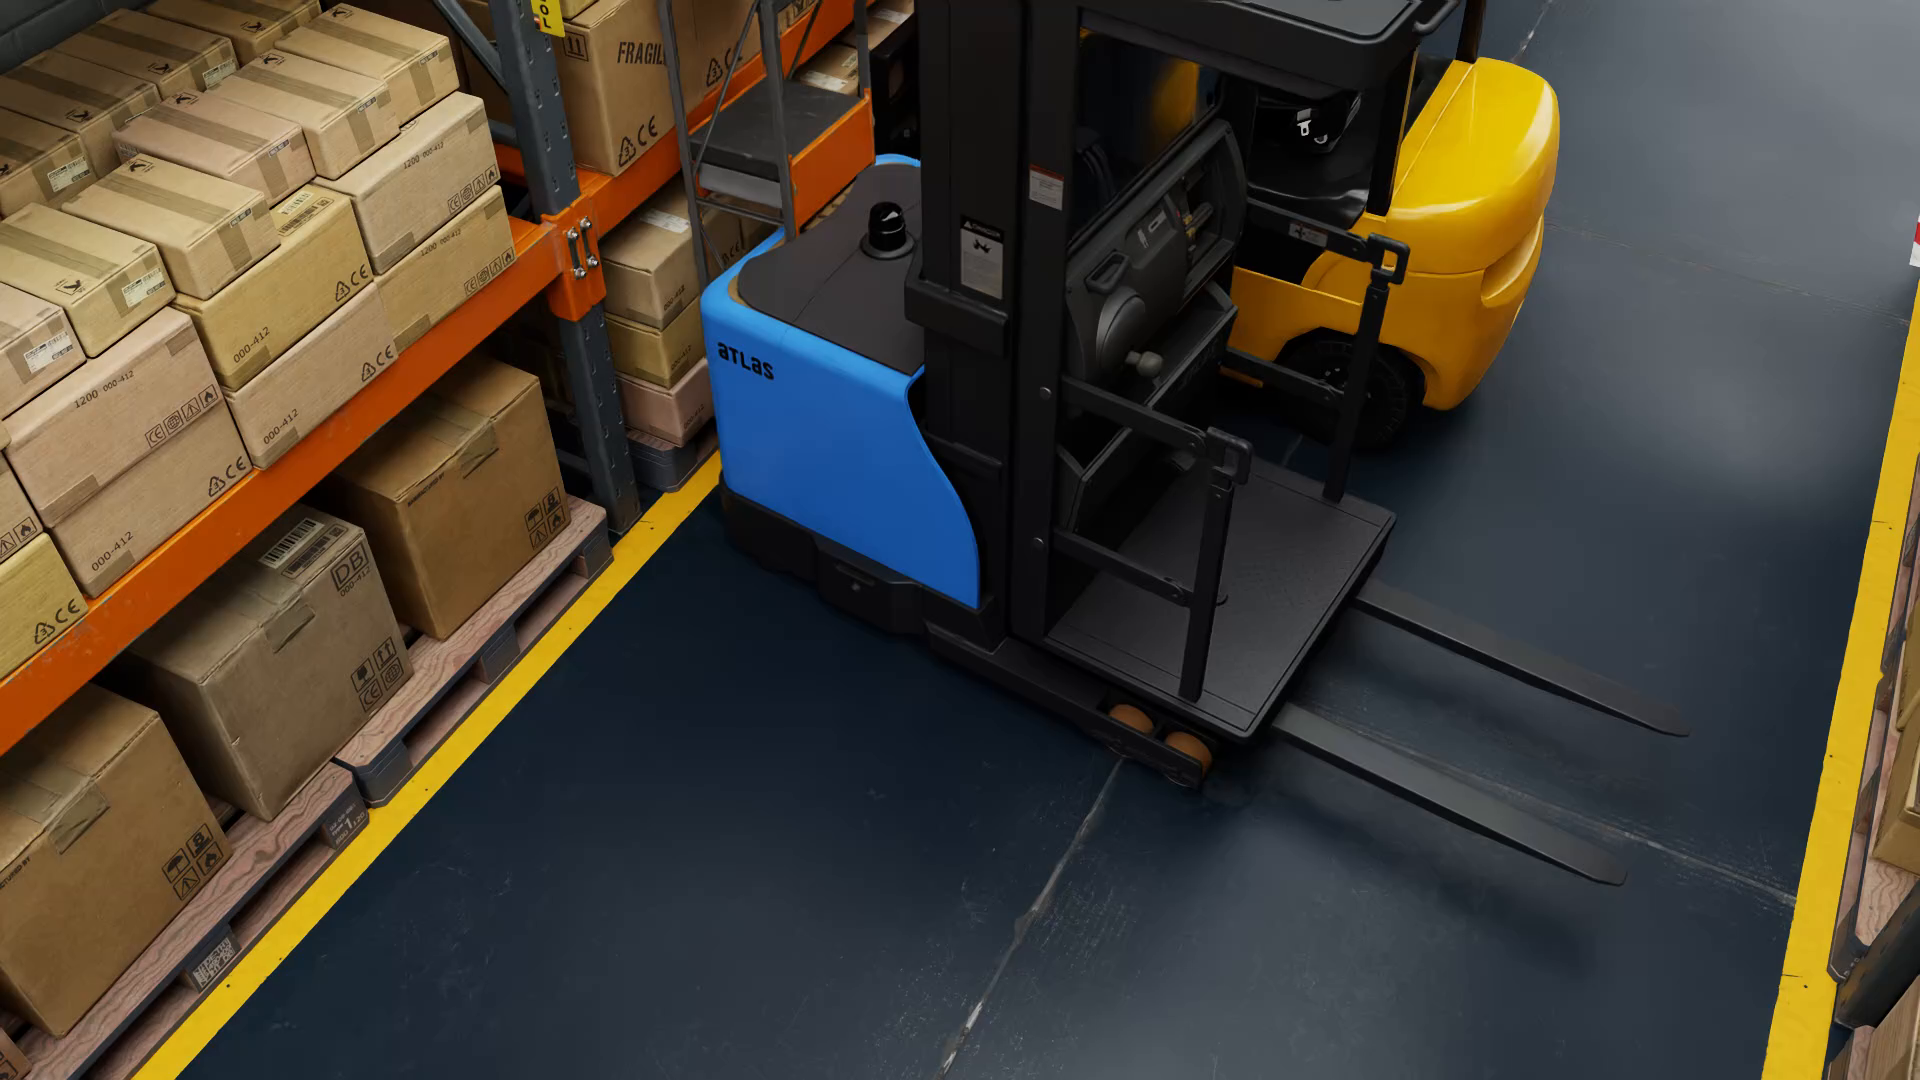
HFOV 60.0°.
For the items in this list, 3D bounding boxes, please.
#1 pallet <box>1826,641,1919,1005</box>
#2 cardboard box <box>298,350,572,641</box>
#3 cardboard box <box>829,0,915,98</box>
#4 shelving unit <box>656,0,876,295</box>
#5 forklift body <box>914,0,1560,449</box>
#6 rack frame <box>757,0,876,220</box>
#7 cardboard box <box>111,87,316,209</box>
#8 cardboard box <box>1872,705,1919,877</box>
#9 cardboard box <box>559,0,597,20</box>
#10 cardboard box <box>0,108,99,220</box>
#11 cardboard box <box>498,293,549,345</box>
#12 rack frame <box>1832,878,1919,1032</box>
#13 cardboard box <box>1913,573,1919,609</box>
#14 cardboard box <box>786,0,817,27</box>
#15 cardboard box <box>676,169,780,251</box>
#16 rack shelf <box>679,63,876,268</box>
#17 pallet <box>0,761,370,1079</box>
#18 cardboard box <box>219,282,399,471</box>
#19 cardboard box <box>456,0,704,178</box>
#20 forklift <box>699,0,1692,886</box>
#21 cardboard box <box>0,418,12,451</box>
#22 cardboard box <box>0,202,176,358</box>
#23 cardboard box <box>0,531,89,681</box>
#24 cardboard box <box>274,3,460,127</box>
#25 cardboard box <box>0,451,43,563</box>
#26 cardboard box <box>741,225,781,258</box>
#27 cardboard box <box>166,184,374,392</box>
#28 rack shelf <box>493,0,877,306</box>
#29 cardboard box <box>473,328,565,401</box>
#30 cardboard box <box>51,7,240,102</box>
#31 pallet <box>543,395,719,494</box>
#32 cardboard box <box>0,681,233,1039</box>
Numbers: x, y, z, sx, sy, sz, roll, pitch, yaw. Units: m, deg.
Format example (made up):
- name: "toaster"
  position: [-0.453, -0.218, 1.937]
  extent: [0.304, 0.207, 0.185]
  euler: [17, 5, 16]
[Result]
- name: "pallet"
  position: [3.095, 0.916, 4.696]
  extent: [1.003, 0.211, 1.213]
  euler: [20, 49, 19]
- name: "cardboard box"
  position: [-1.816, -0.246, 5.259]
  extent: [0.875, 0.625, 0.625]
  euler: [23, 50, 21]
- name: "cardboard box"
  position: [-0.363, -1.963, 6.517]
  extent: [0.500, 0.250, 0.500]
  euler: [20, 49, 18]
- name: "shelving unit"
  position: [-0.571, -1.170, 5.359]
  extent: [0.431, 2.100, 0.503]
  euler: [19, 46, 21]
- name: "forklift body"
  position: [1.009, -1.690, 5.908]
  extent: [2.313, 2.155, 1.214]
  euler: [20, 49, 19]
- name: "rack frame"
  position: [-0.456, -1.317, 5.517]
  extent: [0.400, 2.100, 0.015]
  euler: [19, 46, 21]
- name: "cardboard box"
  position: [-1.809, -0.935, 4.039]
  extent: [0.380, 0.149, 0.250]
  euler: [20, 49, 19]
- name: "cardboard box"
  position: [2.851, 0.729, 4.559]
  extent: [0.500, 0.250, 0.500]
  euler: [23, 50, 21]
- name: "cardboard box"
  position: [-1.203, -1.643, 4.738]
  extent: [0.380, 0.149, 0.250]
  euler: [20, 49, 18]
- name: "cardboard box"
  position: [-2.325, -0.902, 4.006]
  extent: [0.380, 0.149, 0.250]
  euler: [20, 49, 19]
- name: "cardboard box"
  position: [-1.539, -0.997, 5.913]
  extent: [0.500, 0.250, 0.500]
  euler: [19, 48, 18]
- name: "rack frame"
  position: [2.815, 0.371, 3.275]
  extent: [1.000, 3.000, 0.127]
  euler: [20, 49, 19]
- name: "cardboard box"
  position: [3.330, 0.071, 5.209]
  extent: [0.500, 0.250, 0.500]
  euler: [21, 49, 20]
- name: "cardboard box"
  position: [-0.685, -2.147, 5.693]
  extent: [0.500, 0.500, 0.500]
  euler: [20, 49, 19]
- name: "cardboard box"
  position: [-0.835, -1.318, 5.879]
  extent: [0.500, 0.250, 0.500]
  euler: [21, 49, 19]
- name: "rack shelf"
  position: [-0.571, -1.160, 5.369]
  extent: [0.431, 0.518, 0.480]
  euler: [19, 46, 21]
- name: "pallet"
  position: [-2.456, 0.963, 4.650]
  extent: [1.003, 0.211, 1.213]
  euler: [20, 49, 19]
- name: "cardboard box"
  position: [-1.814, -0.491, 4.231]
  extent: [0.500, 0.250, 0.500]
  euler: [20, 49, 19]
- name: "cardboard box"
  position: [-1.146, -1.494, 5.047]
  extent: [0.500, 0.500, 0.500]
  euler: [19, 48, 18]
- name: "forklift"
  position: [0.712, -0.724, 4.405]
  extent: [3.031, 2.935, 1.130]
  euler: [25, 50, 23]
- name: "cardboard box"
  position: [-2.167, -0.233, 3.345]
  extent: [0.380, 0.149, 0.250]
  euler: [19, 48, 18]
- name: "cardboard box"
  position: [-1.991, -0.581, 3.689]
  extent: [0.380, 0.149, 0.250]
  euler: [19, 48, 18]
- name: "cardboard box"
  position: [-2.305, 0.140, 3.608]
  extent: [0.500, 0.250, 0.500]
  euler: [22, 49, 20]
- name: "cardboard box"
  position: [-1.545, -1.240, 4.341]
  extent: [0.380, 0.149, 0.250]
  euler: [22, 49, 20]
- name: "cardboard box"
  position: [-2.311, -0.037, 3.431]
  extent: [0.500, 0.250, 0.500]
  euler: [21, 49, 20]
- name: "cardboard box"
  position: [-0.854, -1.143, 6.057]
  extent: [0.500, 0.250, 0.500]
  euler: [20, 49, 19]
- name: "cardboard box"
  position: [-1.817, -0.668, 4.056]
  extent: [0.500, 0.250, 0.500]
  euler: [19, 48, 18]
- name: "rack shelf"
  position: [-0.655, -2.273, 6.393]
  extent: [1.077, 0.370, 4.000]
  euler: [20, 49, 19]
- name: "cardboard box"
  position: [-1.537, -0.819, 6.089]
  extent: [0.500, 0.250, 0.500]
  euler: [21, 49, 19]
- name: "cardboard box"
  position: [-2.108, -1.227, 4.327]
  extent: [0.380, 0.149, 0.250]
  euler: [19, 48, 18]
- name: "pallet"
  position: [-1.177, -0.773, 6.365]
  extent: [1.003, 0.211, 1.213]
  euler: [20, 49, 19]
- name: "cardboard box"
  position: [-2.530, 0.714, 4.309]
  extent: [0.875, 0.625, 0.625]
  euler: [19, 48, 17]
